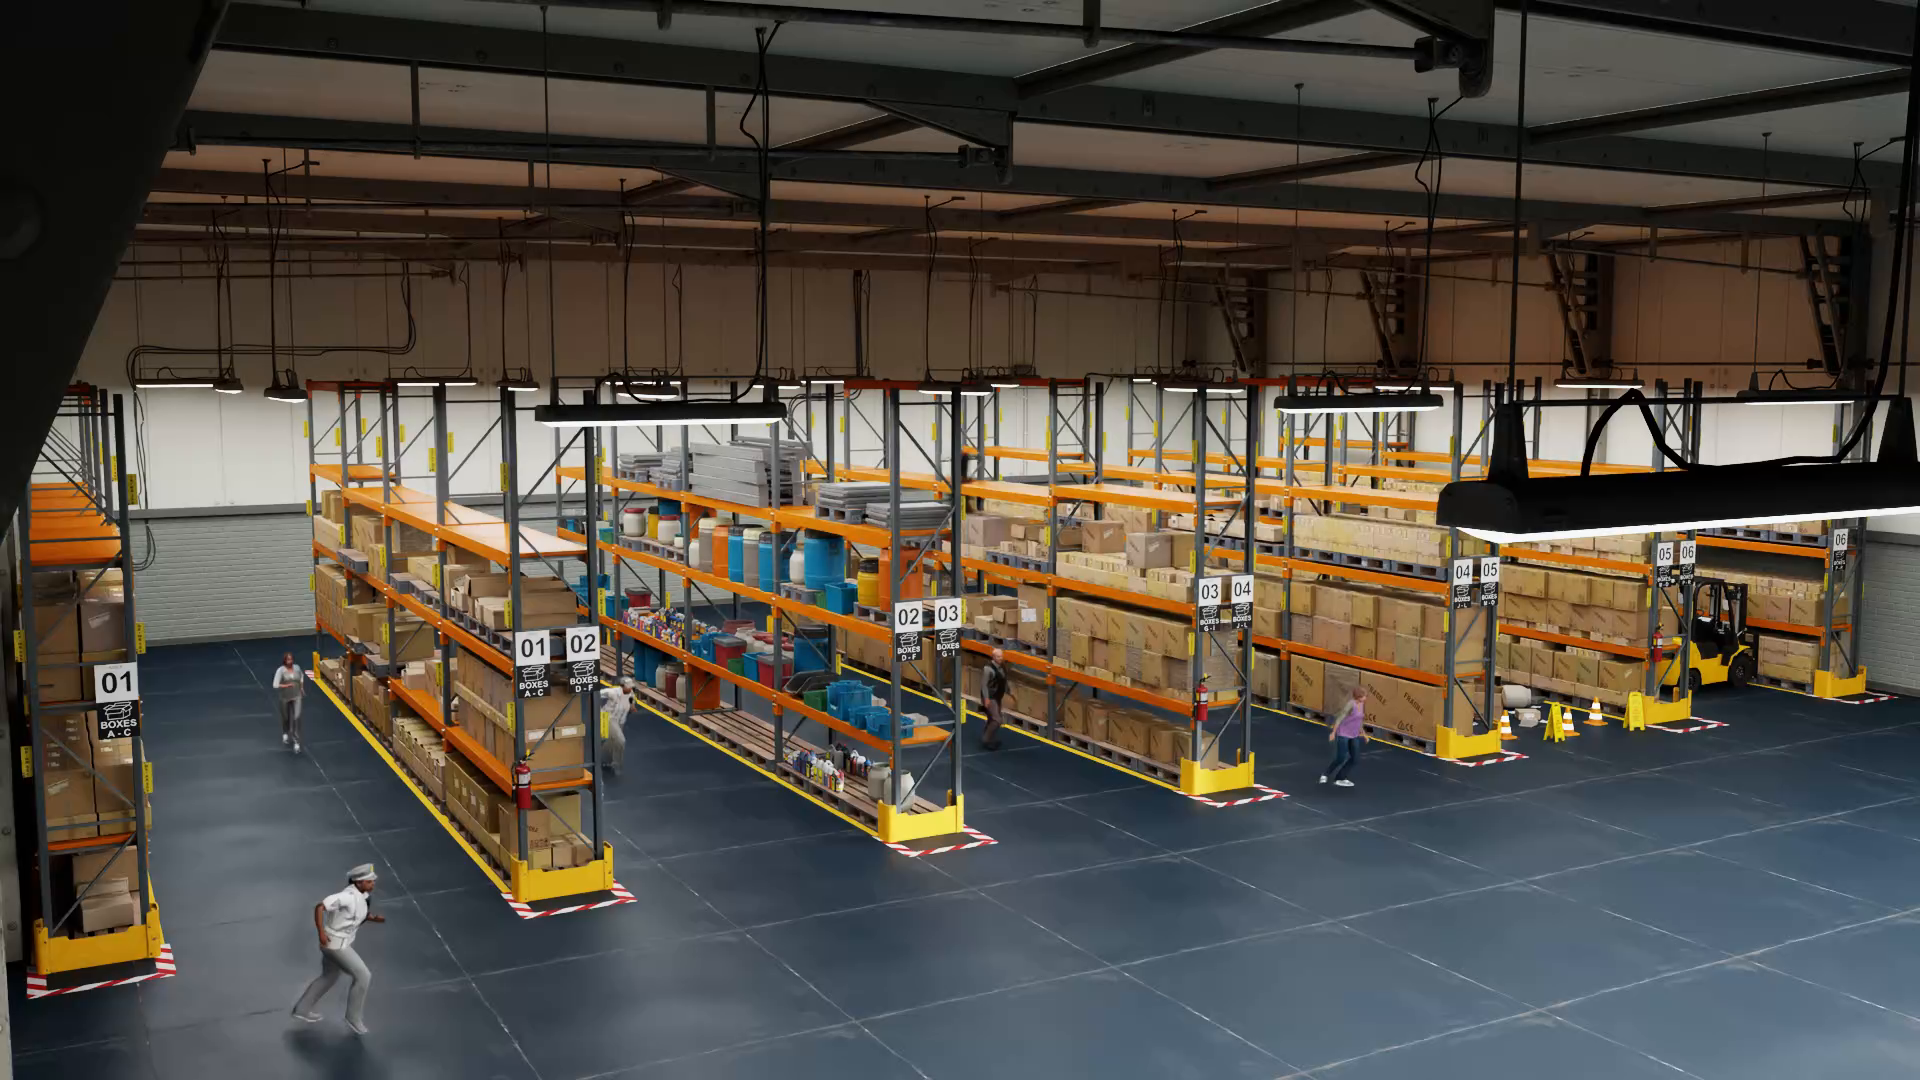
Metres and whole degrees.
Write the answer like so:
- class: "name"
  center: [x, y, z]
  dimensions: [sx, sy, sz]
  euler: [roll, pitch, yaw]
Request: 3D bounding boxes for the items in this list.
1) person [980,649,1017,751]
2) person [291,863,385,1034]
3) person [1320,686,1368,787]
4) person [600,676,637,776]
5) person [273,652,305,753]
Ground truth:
- class: "person"
  center: [0.545, 2.603, 27.261]
  dimensions: [0.634, 1.697, 0.590]
  euler: [3, 7, 27]
- class: "person"
  center: [-5.902, 3.891, 15.747]
  dimensions: [0.913, 1.663, 0.615]
  euler: [0, 6, -1]
- class: "person"
  center: [5.753, 2.928, 24.883]
  dimensions: [0.671, 1.526, 0.588]
  euler: [-6, 9, -44]
- class: "person"
  center: [-5.364, 2.863, 25.658]
  dimensions: [0.982, 1.606, 0.654]
  euler: [5, 8, 38]
- class: "person"
  center: [-10.973, 2.622, 27.214]
  dimensions: [0.505, 1.604, 0.861]
  euler: [-3, 7, -29]
